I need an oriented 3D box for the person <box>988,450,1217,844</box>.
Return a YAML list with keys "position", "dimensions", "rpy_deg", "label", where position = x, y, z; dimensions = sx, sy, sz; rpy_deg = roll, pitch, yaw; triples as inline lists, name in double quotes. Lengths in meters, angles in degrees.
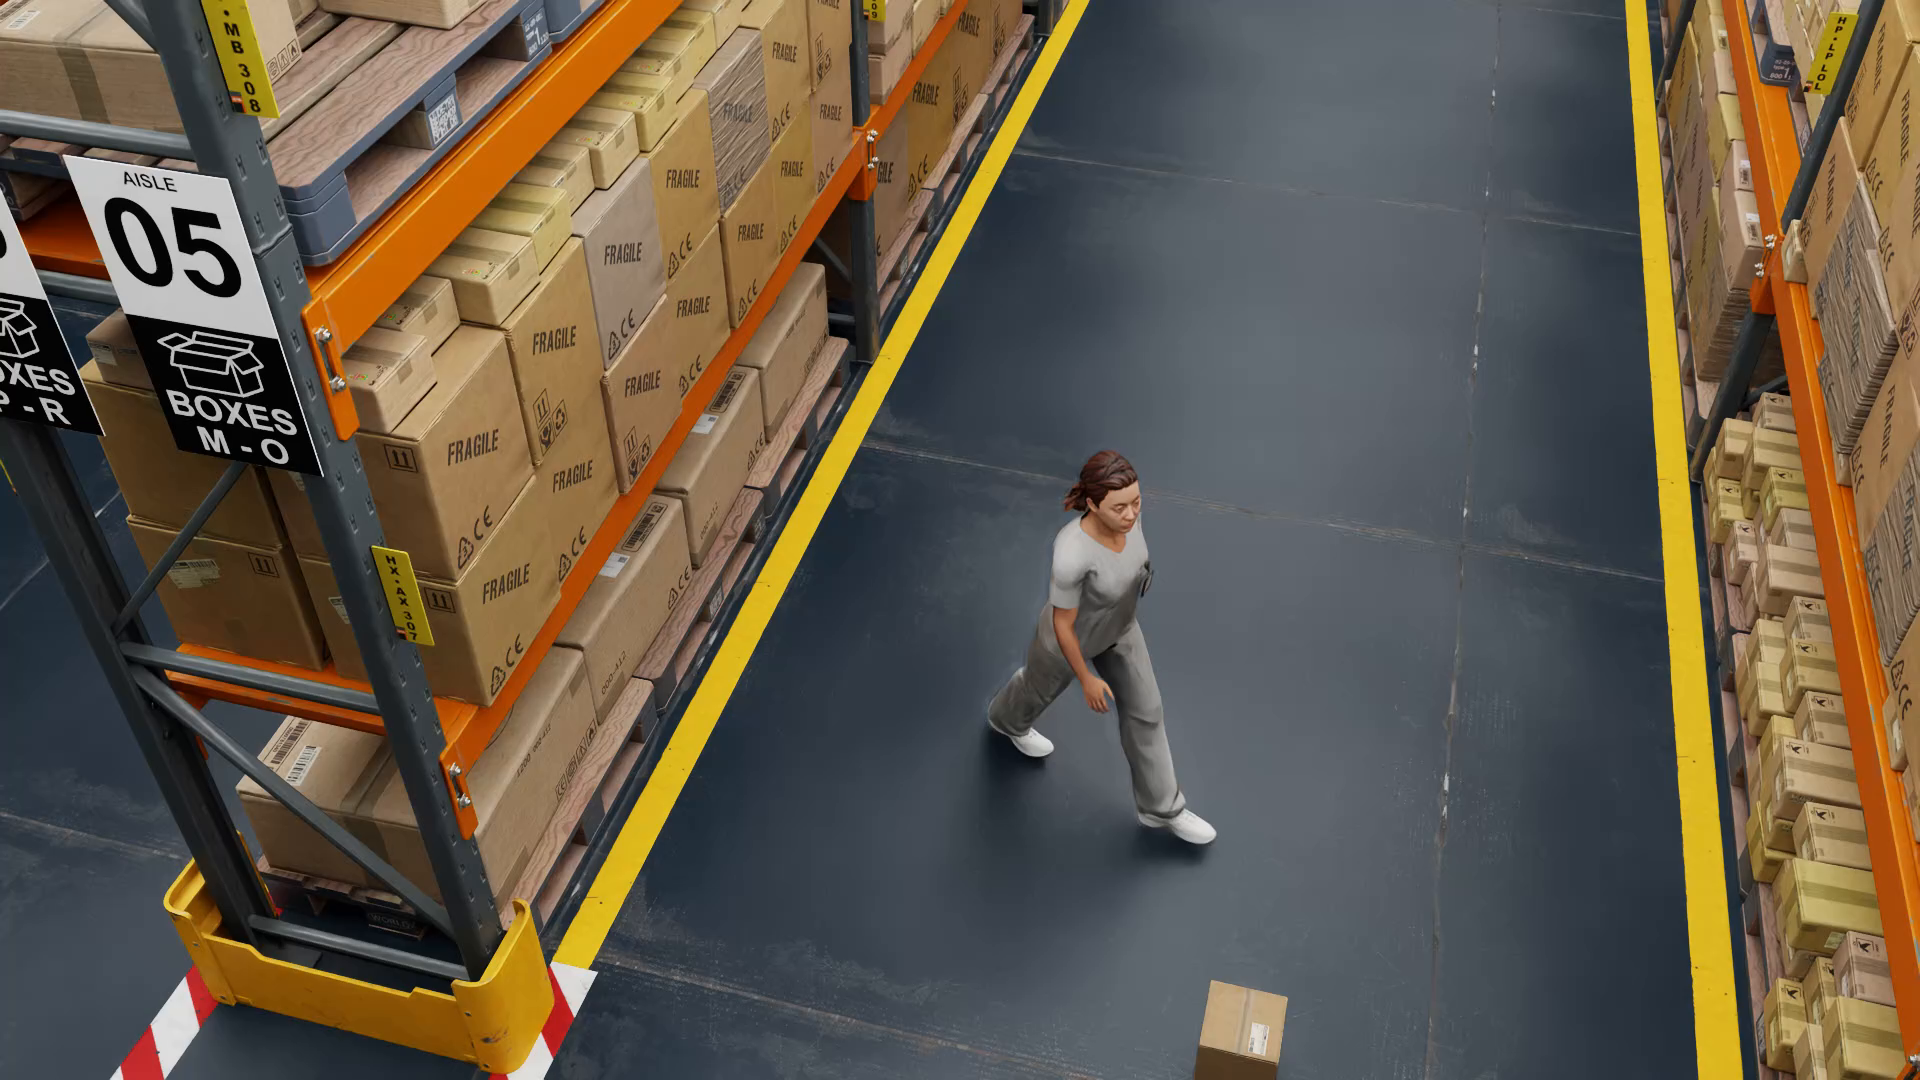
- position: [0.477, 0.341, 5.759]
  dimensions: [0.474, 1.606, 1.013]
  rpy_deg: [-29, 49, -29]
  label: "person"
